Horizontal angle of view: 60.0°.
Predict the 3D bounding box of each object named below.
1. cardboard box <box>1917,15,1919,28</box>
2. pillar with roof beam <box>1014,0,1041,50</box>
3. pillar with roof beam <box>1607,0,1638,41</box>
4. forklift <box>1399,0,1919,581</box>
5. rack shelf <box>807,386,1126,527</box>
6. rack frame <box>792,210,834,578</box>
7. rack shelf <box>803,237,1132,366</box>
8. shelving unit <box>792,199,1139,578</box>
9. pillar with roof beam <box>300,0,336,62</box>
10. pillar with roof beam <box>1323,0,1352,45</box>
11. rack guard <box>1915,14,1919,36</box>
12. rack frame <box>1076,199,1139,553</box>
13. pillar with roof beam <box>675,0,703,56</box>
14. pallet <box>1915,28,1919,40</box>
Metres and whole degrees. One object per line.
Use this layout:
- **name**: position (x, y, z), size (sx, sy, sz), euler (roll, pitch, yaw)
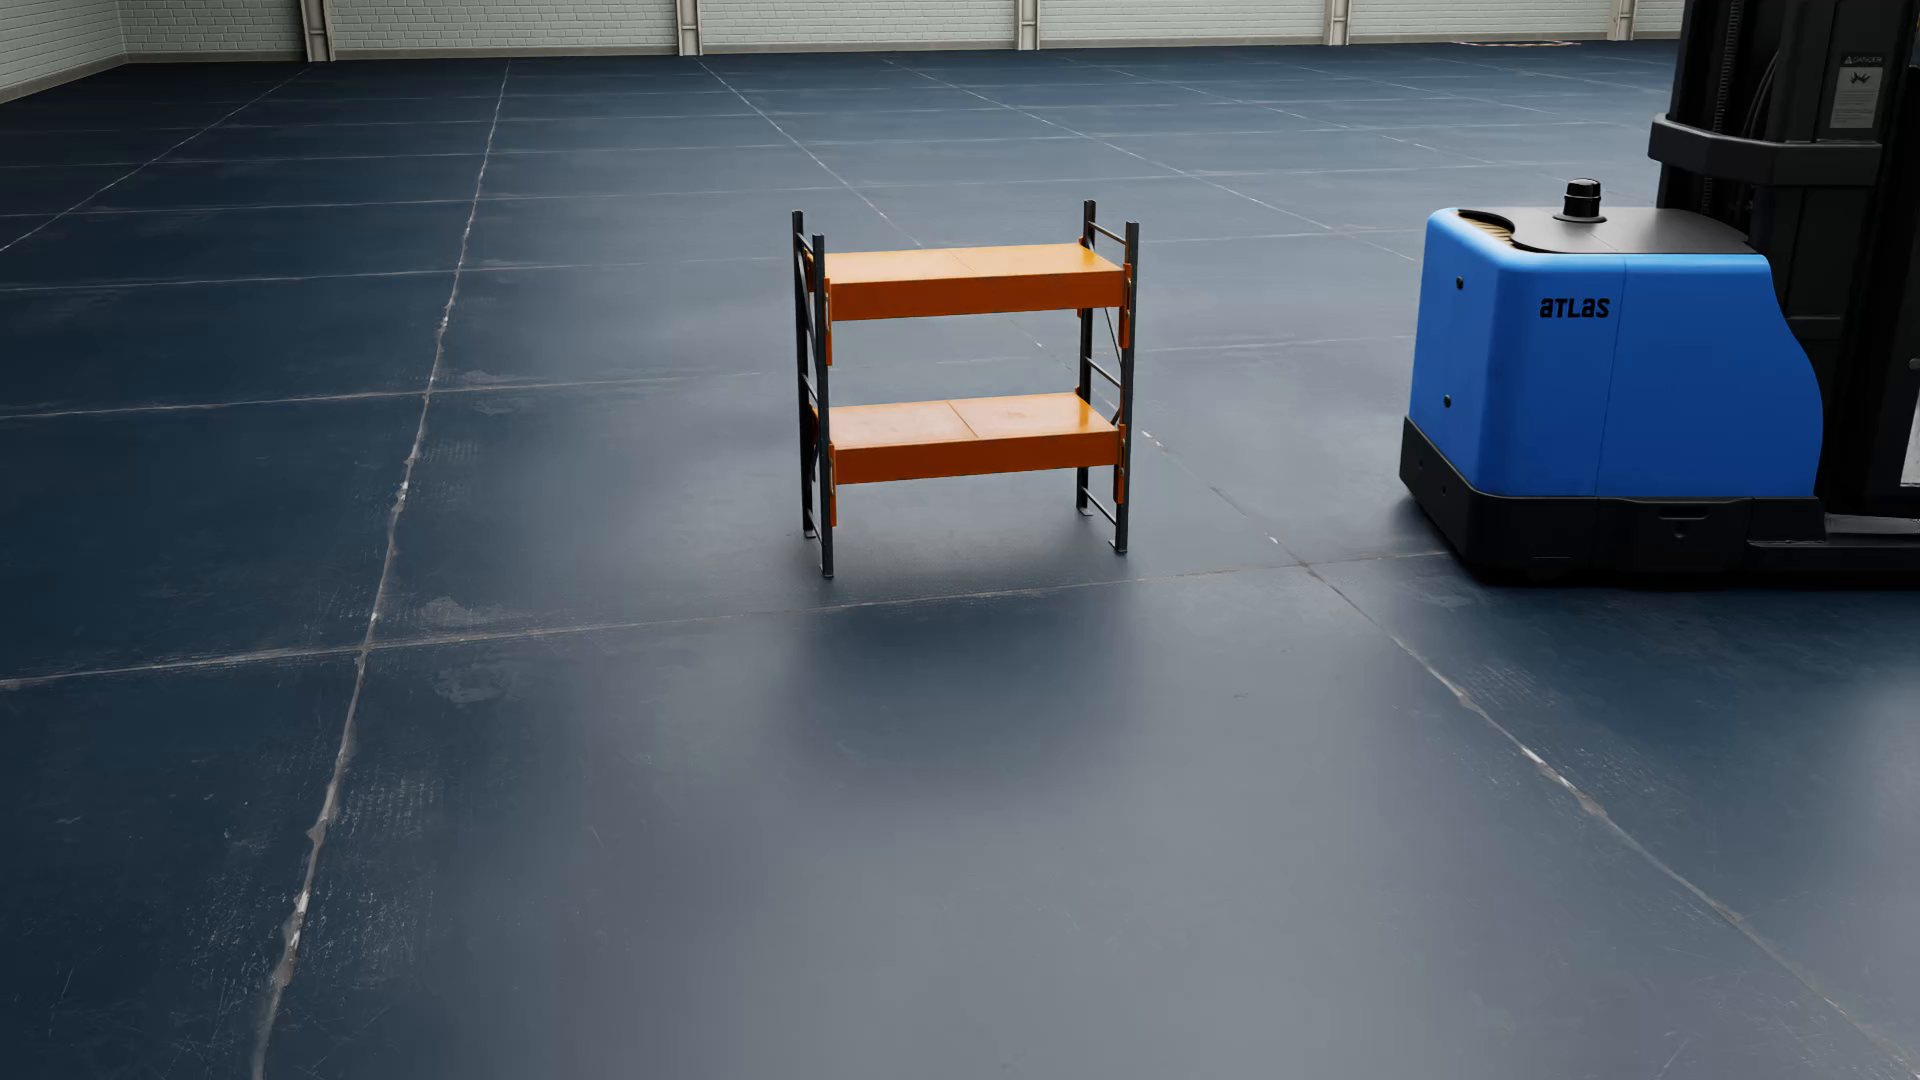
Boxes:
- **cardboard box**: position (18.930, -10.278, 32.780), size (0.500, 0.311, 0.500), euler (-7, 21, -19)
- **pillar with roof beam**: position (2.192, -11.605, 24.413), size (0.400, 9.000, 9.100), euler (-5, 21, -12)
- **pillar with roof beam**: position (13.870, -12.555, 27.006), size (0.400, 9.000, 9.100), euler (-5, 21, -12)
- **forklift**: position (3.163, -1.396, 5.363), size (3.031, 2.935, 1.130), euler (0, 20, 0)
- **rack shelf**: position (0.007, -0.299, 5.707), size (1.000, 0.278, 0.538), euler (-5, 21, -12)
- **rack frame**: position (-0.488, -0.488, 5.513), size (0.032, 1.125, 0.500), euler (-5, 21, -12)
- **rack shelf**: position (0.007, -0.804, 5.522), size (1.000, 0.278, 0.538), euler (-5, 21, -12)
- **shelving unit**: position (0.007, -0.529, 5.623), size (1.048, 1.125, 0.538), euler (-5, 21, -12)
- **pillar with roof beam**: position (-9.486, -10.655, 21.820), size (0.400, 9.000, 9.100), euler (-5, 21, -12)
- **pillar with roof beam**: position (8.031, -12.080, 25.709), size (0.400, 9.000, 9.100), euler (-5, 21, -12)
- **rack guard**: position (18.310, -10.141, 32.772), size (0.348, 0.500, 1.175), euler (-5, 21, -12)
- **rack frame**: position (0.501, -0.569, 5.732), size (0.032, 1.125, 0.500), euler (-5, 21, -12)
- **pillar with roof beam**: position (-3.647, -11.130, 23.116), size (0.400, 9.000, 9.100), euler (-5, 21, -12)
- **pallet**: position (19.109, -10.058, 32.965), size (1.213, 0.211, 1.003), euler (-5, 21, -12)
